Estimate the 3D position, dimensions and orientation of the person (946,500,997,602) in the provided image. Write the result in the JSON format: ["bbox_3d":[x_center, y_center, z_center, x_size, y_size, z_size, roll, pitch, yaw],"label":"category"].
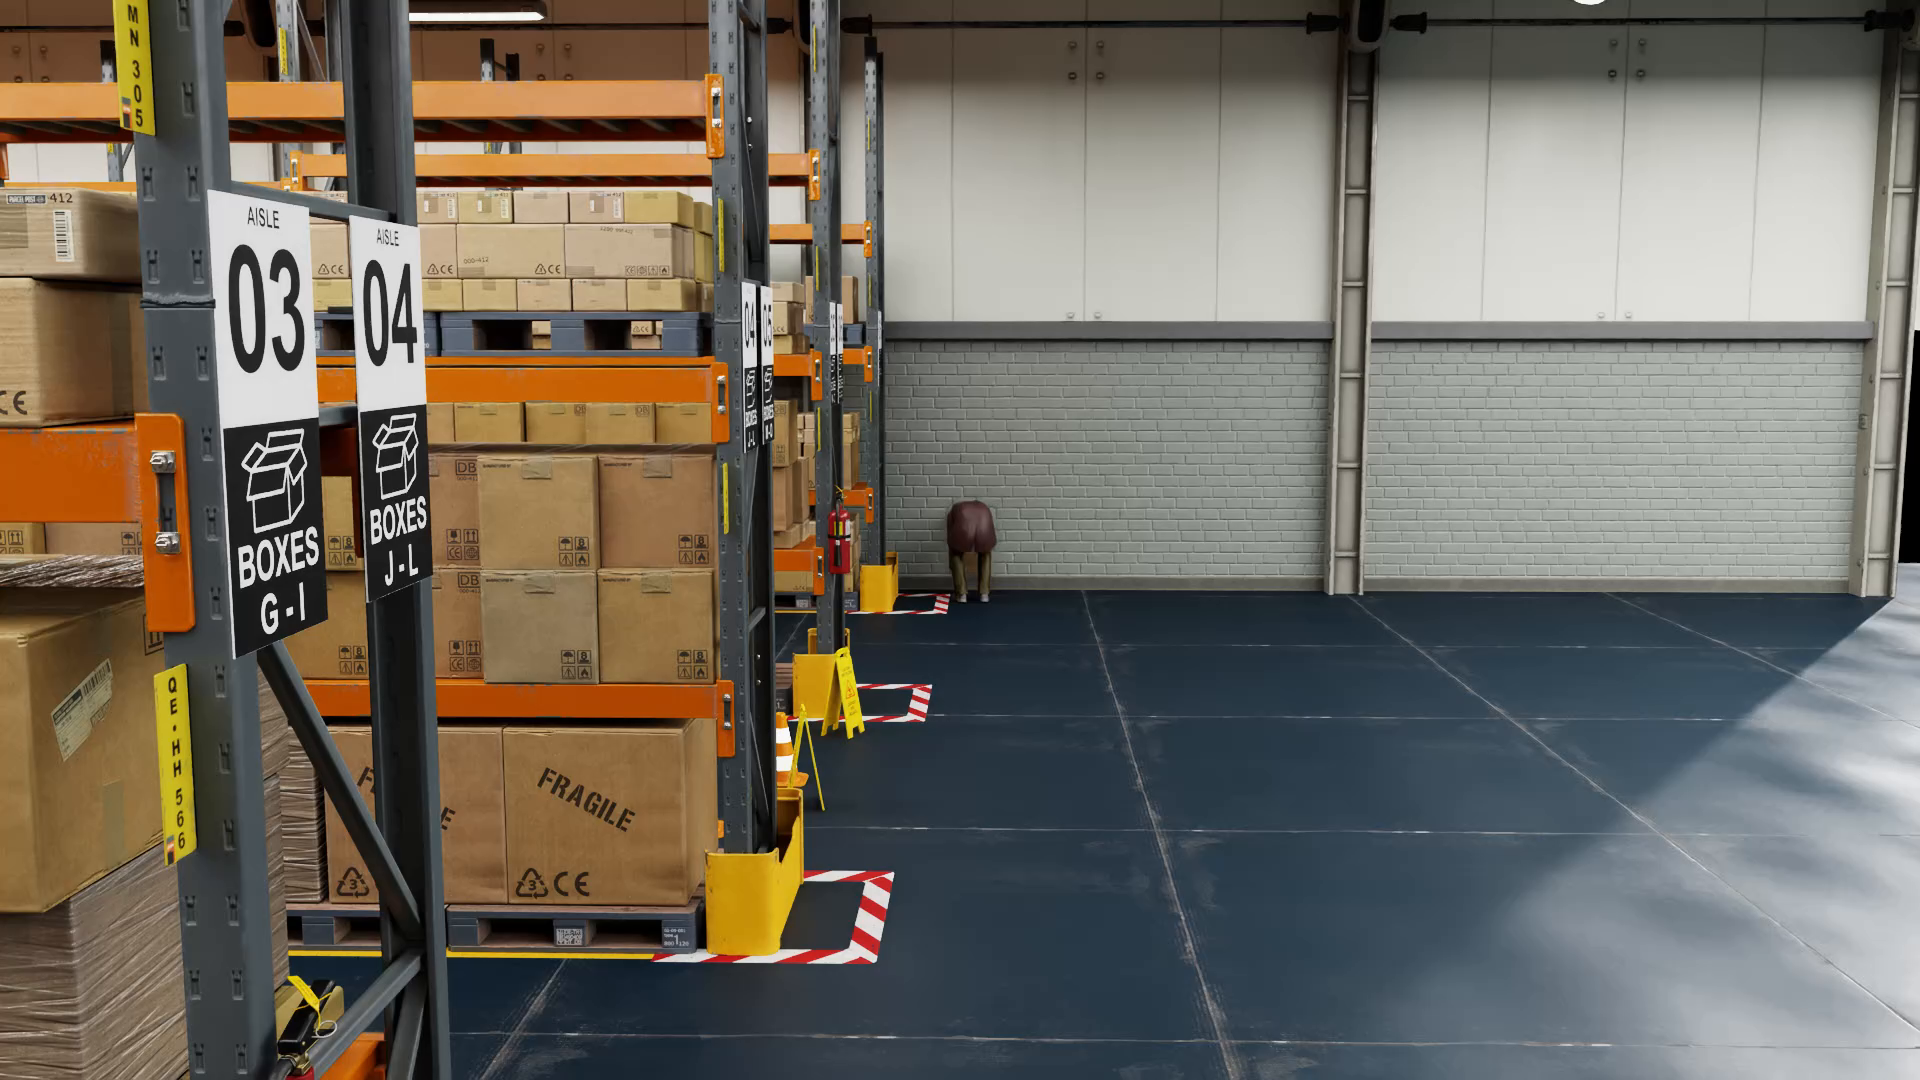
[{"bbox_3d":[0.104,0.097,18.686,0.571,1.127,0.950,-1,7,-8],"label":"person"}]
